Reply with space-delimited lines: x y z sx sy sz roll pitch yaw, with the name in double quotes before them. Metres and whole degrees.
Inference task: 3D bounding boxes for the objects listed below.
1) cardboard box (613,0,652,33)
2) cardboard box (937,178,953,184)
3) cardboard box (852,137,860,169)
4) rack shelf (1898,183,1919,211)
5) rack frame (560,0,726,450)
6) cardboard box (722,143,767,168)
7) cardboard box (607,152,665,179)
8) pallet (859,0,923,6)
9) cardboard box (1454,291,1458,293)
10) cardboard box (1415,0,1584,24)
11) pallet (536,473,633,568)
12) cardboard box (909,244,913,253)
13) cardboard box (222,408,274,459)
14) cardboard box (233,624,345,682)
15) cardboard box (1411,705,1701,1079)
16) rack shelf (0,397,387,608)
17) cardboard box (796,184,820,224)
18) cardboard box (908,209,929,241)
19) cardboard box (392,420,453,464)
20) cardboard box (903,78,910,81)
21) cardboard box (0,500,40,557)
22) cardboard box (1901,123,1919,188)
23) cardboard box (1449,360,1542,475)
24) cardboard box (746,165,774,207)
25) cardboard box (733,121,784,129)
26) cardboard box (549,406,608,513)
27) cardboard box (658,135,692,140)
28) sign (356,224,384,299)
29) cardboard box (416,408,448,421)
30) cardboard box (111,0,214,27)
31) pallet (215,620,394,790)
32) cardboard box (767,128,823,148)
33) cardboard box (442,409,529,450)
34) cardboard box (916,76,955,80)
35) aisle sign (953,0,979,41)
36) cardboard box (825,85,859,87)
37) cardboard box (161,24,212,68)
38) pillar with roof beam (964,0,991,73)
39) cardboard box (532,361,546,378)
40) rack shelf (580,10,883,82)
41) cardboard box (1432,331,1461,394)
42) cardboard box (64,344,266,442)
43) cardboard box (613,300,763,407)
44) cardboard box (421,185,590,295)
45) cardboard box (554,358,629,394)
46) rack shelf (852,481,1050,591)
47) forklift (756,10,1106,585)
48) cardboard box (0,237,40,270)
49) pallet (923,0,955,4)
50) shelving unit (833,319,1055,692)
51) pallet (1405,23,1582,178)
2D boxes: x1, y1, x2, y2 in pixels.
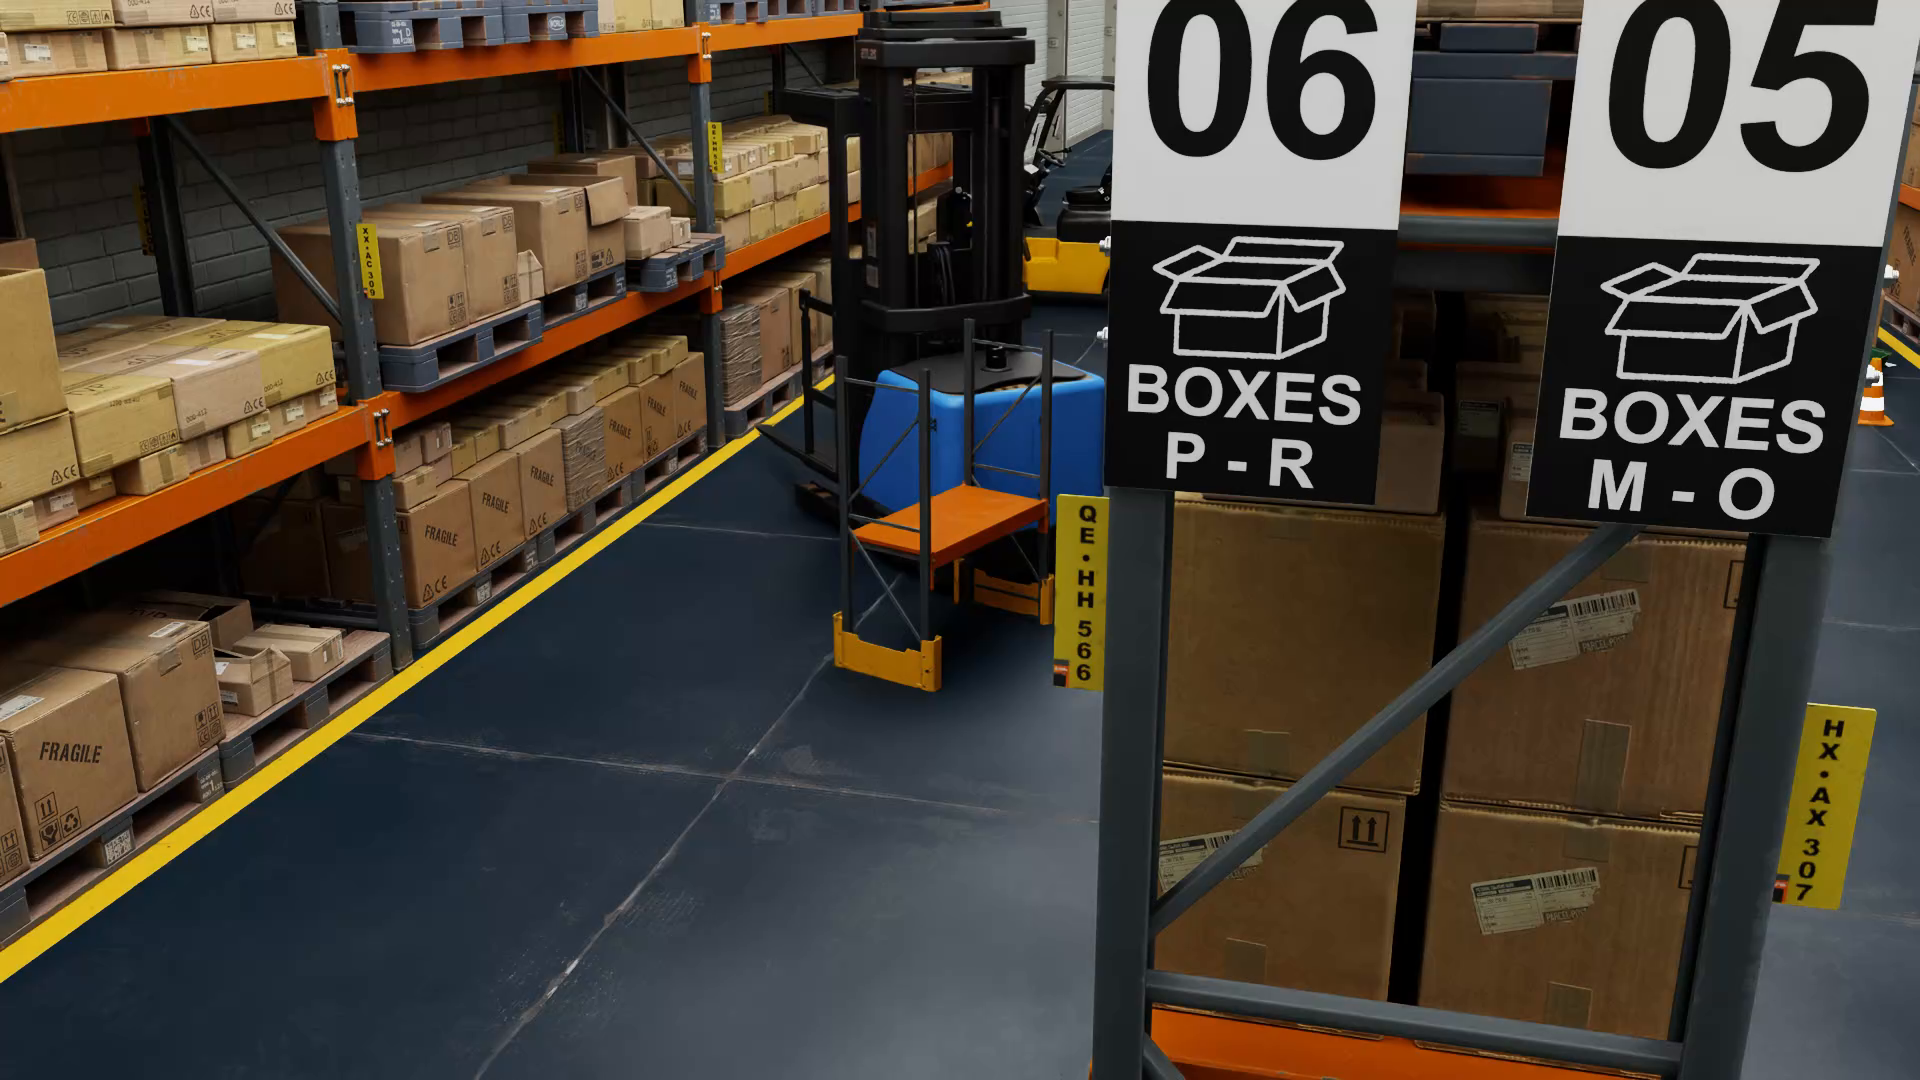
"cardboard box" -2.149 -3.115 9.759 0.500 0.250 0.500 5 19 14
"cardboard box" 0.008 -3.813 18.269 0.500 0.250 0.500 5 20 15
"cardboard box" -1.031 -3.350 14.312 0.500 0.250 0.500 4 19 12
"rack shelf" 8.968 -2.894 14.634 1.077 0.370 4.000 5 19 13
"rack frame" -2.137 -2.104 11.208 1.000 3.000 0.127 5 19 13
"cardboard box" -1.620 -2.784 12.041 0.380 0.149 0.250 5 19 14
"cardboard box" -2.253 -2.577 11.432 0.380 0.149 0.250 5 20 15
"pallet" -0.976 -5.005 15.196 1.003 0.211 1.213 5 19 13
"cardboard box" 1.560 -0.770 4.596 0.380 0.149 0.250 4 19 12
"cardboard box" 0.746 -0.949 2.611 0.500 0.250 0.500 3 19 8
"pallet" -2.656 -0.172 9.866 1.003 0.211 1.213 5 19 13
"cardboard box" -0.742 -2.619 15.547 0.500 0.250 0.500 5 19 13
"cardboard box" -3.030 -0.445 6.739 0.380 0.149 0.250 5 20 15
"cardboard box" -2.965 0.498 7.351 0.380 0.149 0.250 4 19 12
"cardboard box" 1.119 0.619 3.080 0.500 0.500 0.500 5 19 13
"rack shelf" -3.603 0.117 5.818 1.077 0.370 4.000 5 19 13
"cardboard box" -1.416 -2.635 12.993 0.500 0.250 0.500 5 20 15
"cardboard box" -0.602 -3.015 15.931 0.500 0.250 0.500 5 19 13
"cardboard box" -2.751 -0.491 8.238 0.380 0.149 0.250 4 19 11
"cardboard box" -0.734 -4.694 17.172 0.380 0.149 0.250 5 20 15
"cardboard box" -3.337 -0.043 5.562 0.380 0.149 0.250 5 20 15
"cardboard box" 9.038 -3.473 14.983 0.875 0.550 0.550 5 19 13
"cardboard box" 1.073 -0.211 2.958 0.380 0.149 0.250 5 20 15
"cardboard box" -1.668 -2.547 11.961 0.500 0.250 0.500 5 20 15
"cardboard box" -1.674 -3.379 13.782 0.380 0.149 0.250 4 19 13
"cardboard box" -2.398 -0.486 9.687 0.500 0.500 0.500 4 19 11
"cardboard box" -2.064 -2.987 12.633 0.380 0.149 0.250 4 19 12
"sign" -2.586 -1.220 7.279 0.100 0.325 0.005 5 19 13
"cardboard box" -3.037 -0.636 9.122 0.380 0.149 0.250 5 20 15
"cardboard box" -3.106 -2.005 6.048 0.500 0.250 0.500 4 19 12
"pallet" -3.283 0.684 7.358 1.003 0.211 1.213 5 19 13
"cardboard box" -1.311 -3.185 13.213 0.380 0.149 0.250 5 19 14
"cardboard box" -2.573 -0.601 9.022 0.380 0.149 0.250 5 19 13
"cardboard box" -0.266 -4.742 17.311 0.380 0.149 0.250 5 19 14
"aisle sign" 0.119 -5.839 18.121 0.394 0.787 0.004 5 19 13
"cardboard box" -1.138 -4.299 16.016 0.380 0.149 0.250 4 19 12
"cardboard box" -3.052 -1.855 6.226 0.380 0.149 0.250 5 20 15
"pillar with roof beam" 4.414 -8.844 21.659 9.100 9.000 0.400 5 19 13
"cardboard box" -2.797 -1.045 10.320 0.380 0.149 0.250 4 19 11
"rack shelf" -1.648 -3.810 12.674 1.077 0.370 4.000 5 19 13
"cardboard box" 1.354 -0.179 3.869 0.500 0.500 0.500 5 19 13
"cardboard box" -3.110 -0.583 6.526 0.500 0.250 0.500 5 19 14
"cardboard box" -1.971 -1.374 12.093 0.875 0.625 0.625 5 20 15
"cardboard box" -2.461 -1.639 9.041 0.700 0.500 0.500 5 19 13
"cardboard box" -2.264 -1.006 10.206 0.380 0.149 0.250 5 20 15
"rack shelf" -0.054 -0.037 8.032 0.538 0.185 1.000 13 23 33
"forklift" -0.353 -1.578 9.773 1.130 2.935 3.031 -10 21 -28
"cardboard box" -3.736 -0.829 6.087 0.500 0.500 0.500 4 19 12
"pallet" -0.676 -5.386 16.312 1.003 0.211 1.213 5 19 13
"shelving unit" -0.059 -0.205 7.967 0.587 1.500 1.083 13 23 33
"pallet" 0.894 -0.817 2.935 1.003 0.211 1.213 5 19 13
